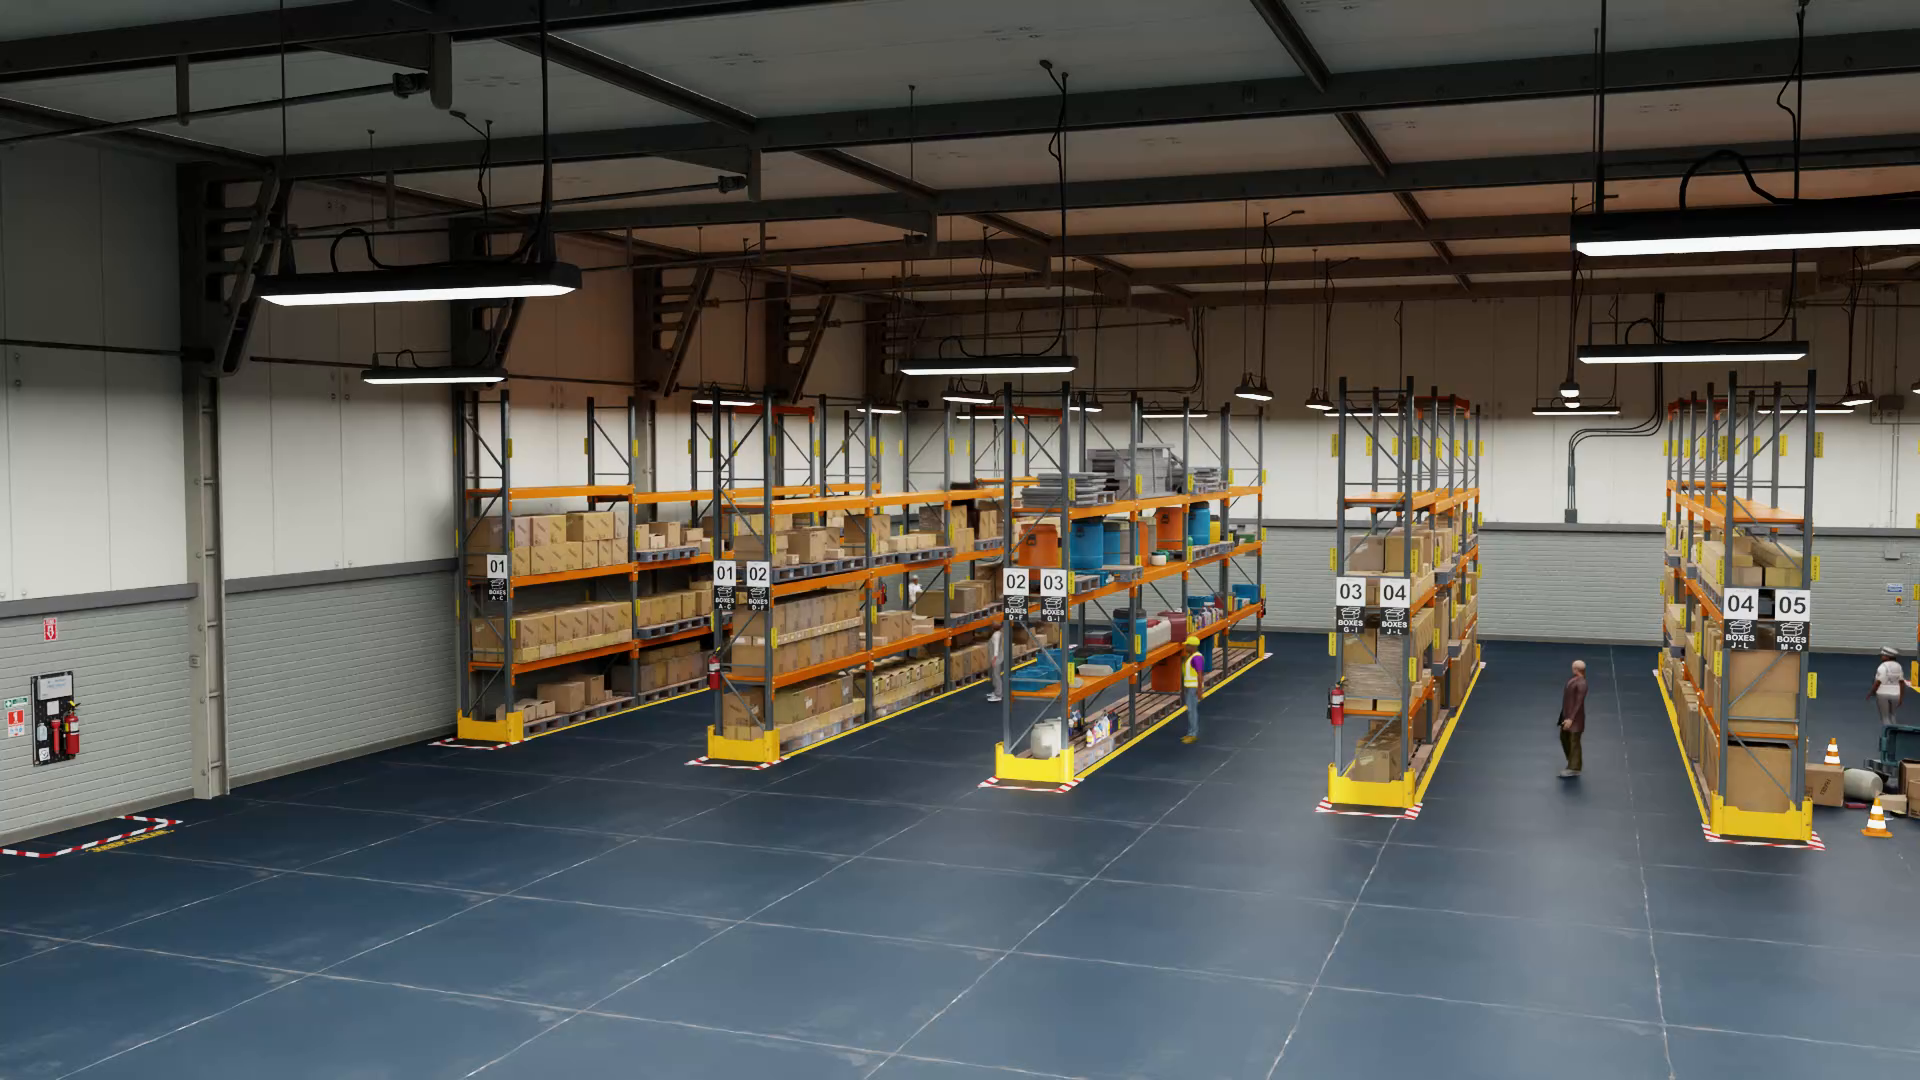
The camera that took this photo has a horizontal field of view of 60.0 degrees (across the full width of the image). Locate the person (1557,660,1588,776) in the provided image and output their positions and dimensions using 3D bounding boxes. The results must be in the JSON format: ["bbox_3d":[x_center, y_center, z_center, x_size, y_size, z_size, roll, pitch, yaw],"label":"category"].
[{"bbox_3d":[9.363,2.727,25.468,0.463,1.806,0.677,0,3,2],"label":"person"}]

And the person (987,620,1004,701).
[{"bbox_3d":[0.703,2.430,32.912,0.372,1.493,0.476,0,3,8],"label":"person"}]

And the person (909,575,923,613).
[{"bbox_3d":[-1.087,1.756,44.043,0.490,1.672,0.590,3,4,40],"label":"person"}]

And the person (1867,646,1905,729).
[{"bbox_3d":[15.490,2.626,27.806,0.536,1.706,0.733,1,3,12],"label":"person"}]

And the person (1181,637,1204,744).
[{"bbox_3d":[3.945,2.550,28.475,0.441,1.782,0.677,0,3,-5],"label":"person"}]
